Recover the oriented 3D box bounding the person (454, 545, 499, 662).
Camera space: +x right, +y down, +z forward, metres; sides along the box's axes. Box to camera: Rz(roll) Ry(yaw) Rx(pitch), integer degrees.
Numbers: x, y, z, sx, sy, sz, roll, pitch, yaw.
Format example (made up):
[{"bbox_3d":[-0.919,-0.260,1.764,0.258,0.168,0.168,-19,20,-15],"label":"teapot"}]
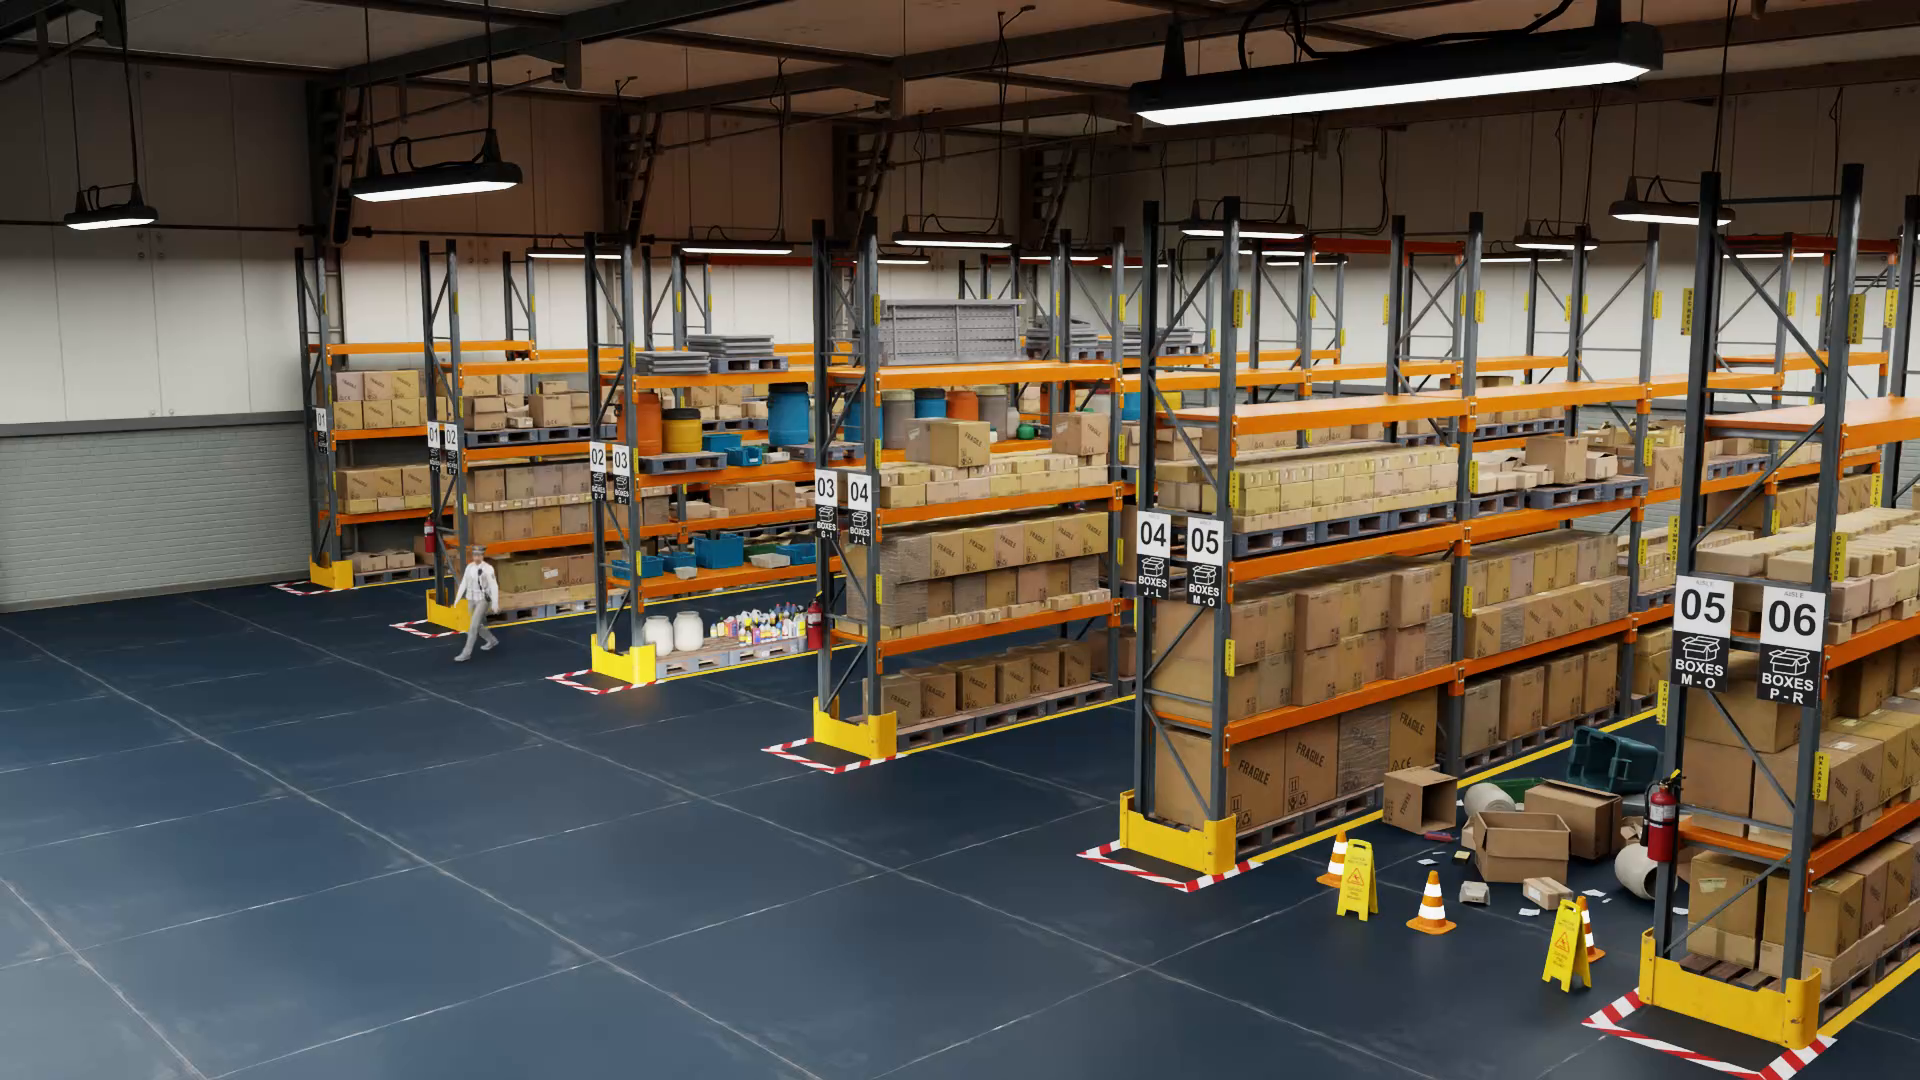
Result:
[{"bbox_3d":[-6.912,0.873,23.821,0.562,1.624,0.903,4,9,23],"label":"person"}]
